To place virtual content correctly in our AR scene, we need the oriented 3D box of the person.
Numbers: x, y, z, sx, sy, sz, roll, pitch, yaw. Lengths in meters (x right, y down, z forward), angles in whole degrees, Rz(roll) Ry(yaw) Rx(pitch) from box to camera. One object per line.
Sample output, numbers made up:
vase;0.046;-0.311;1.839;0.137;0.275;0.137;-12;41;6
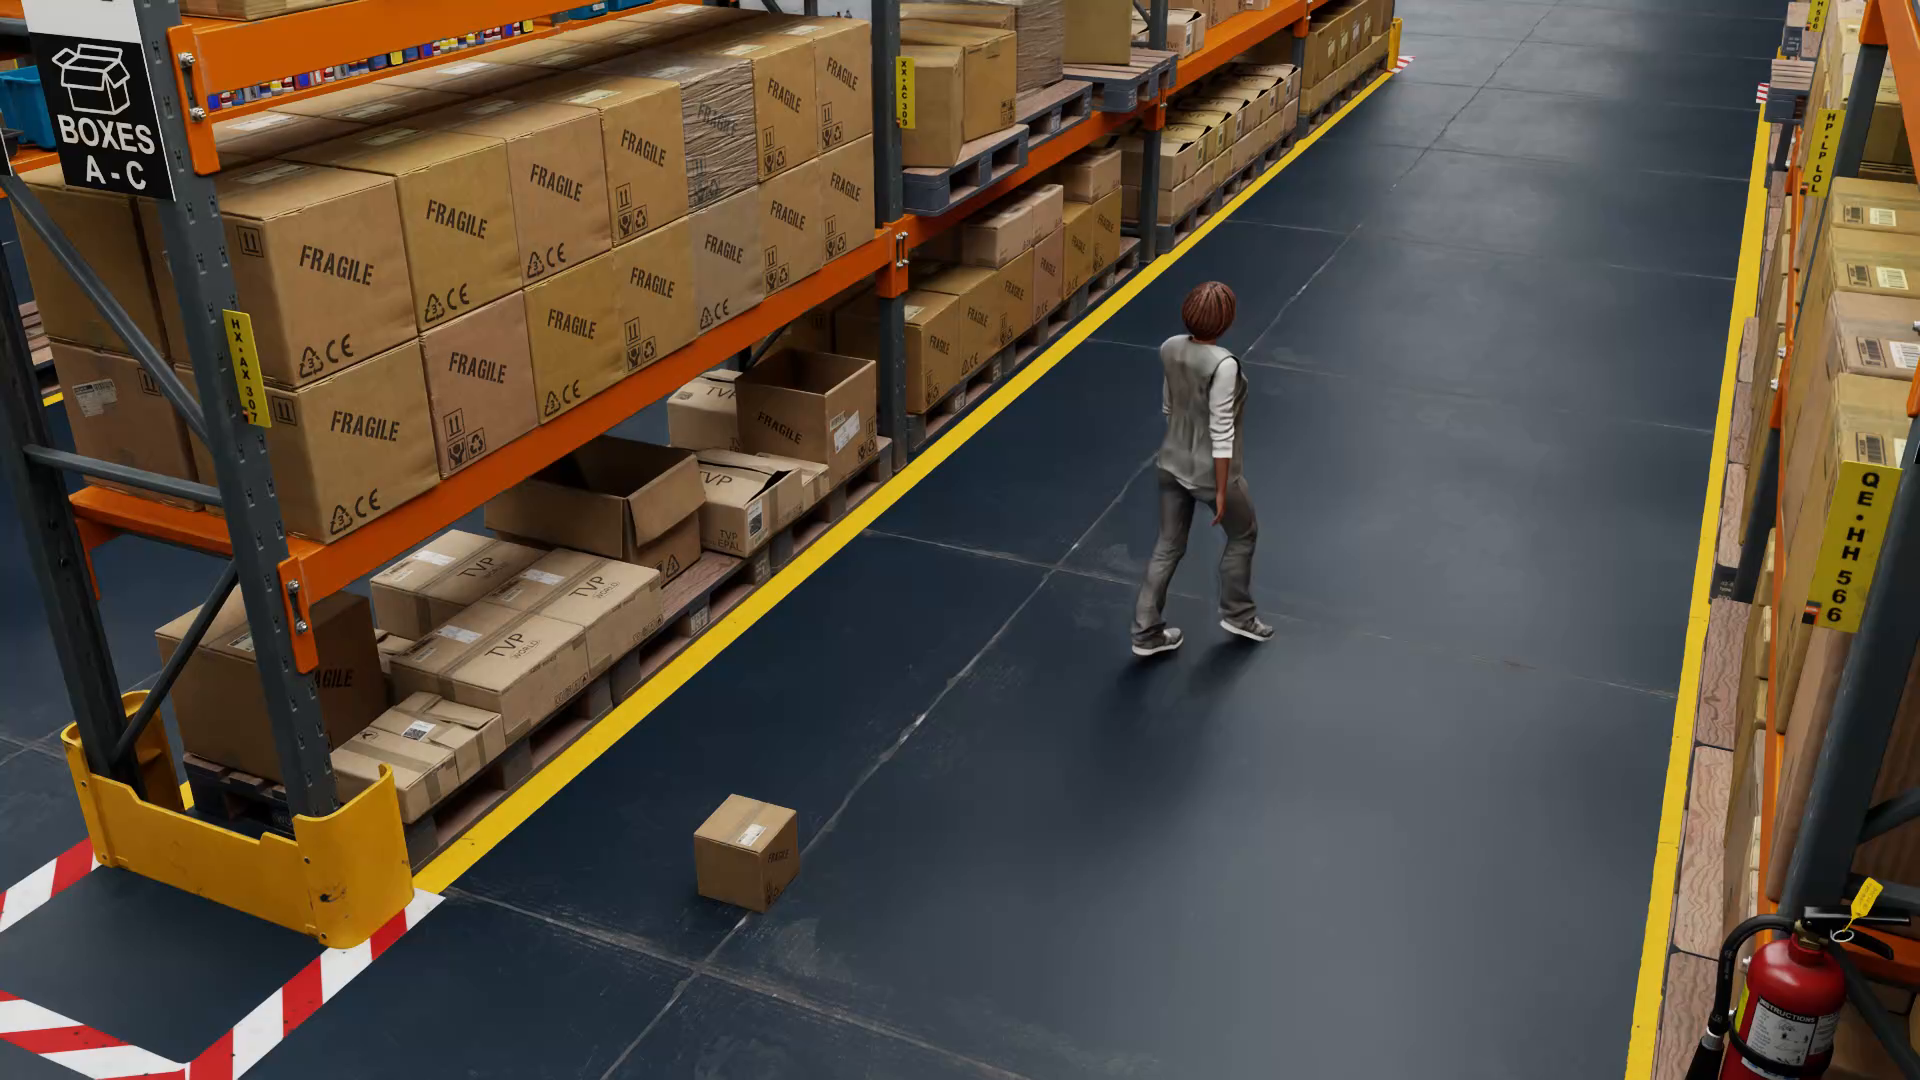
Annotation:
person;0.986;-0.270;6.669;0.675;1.621;0.449;-20;33;-35
